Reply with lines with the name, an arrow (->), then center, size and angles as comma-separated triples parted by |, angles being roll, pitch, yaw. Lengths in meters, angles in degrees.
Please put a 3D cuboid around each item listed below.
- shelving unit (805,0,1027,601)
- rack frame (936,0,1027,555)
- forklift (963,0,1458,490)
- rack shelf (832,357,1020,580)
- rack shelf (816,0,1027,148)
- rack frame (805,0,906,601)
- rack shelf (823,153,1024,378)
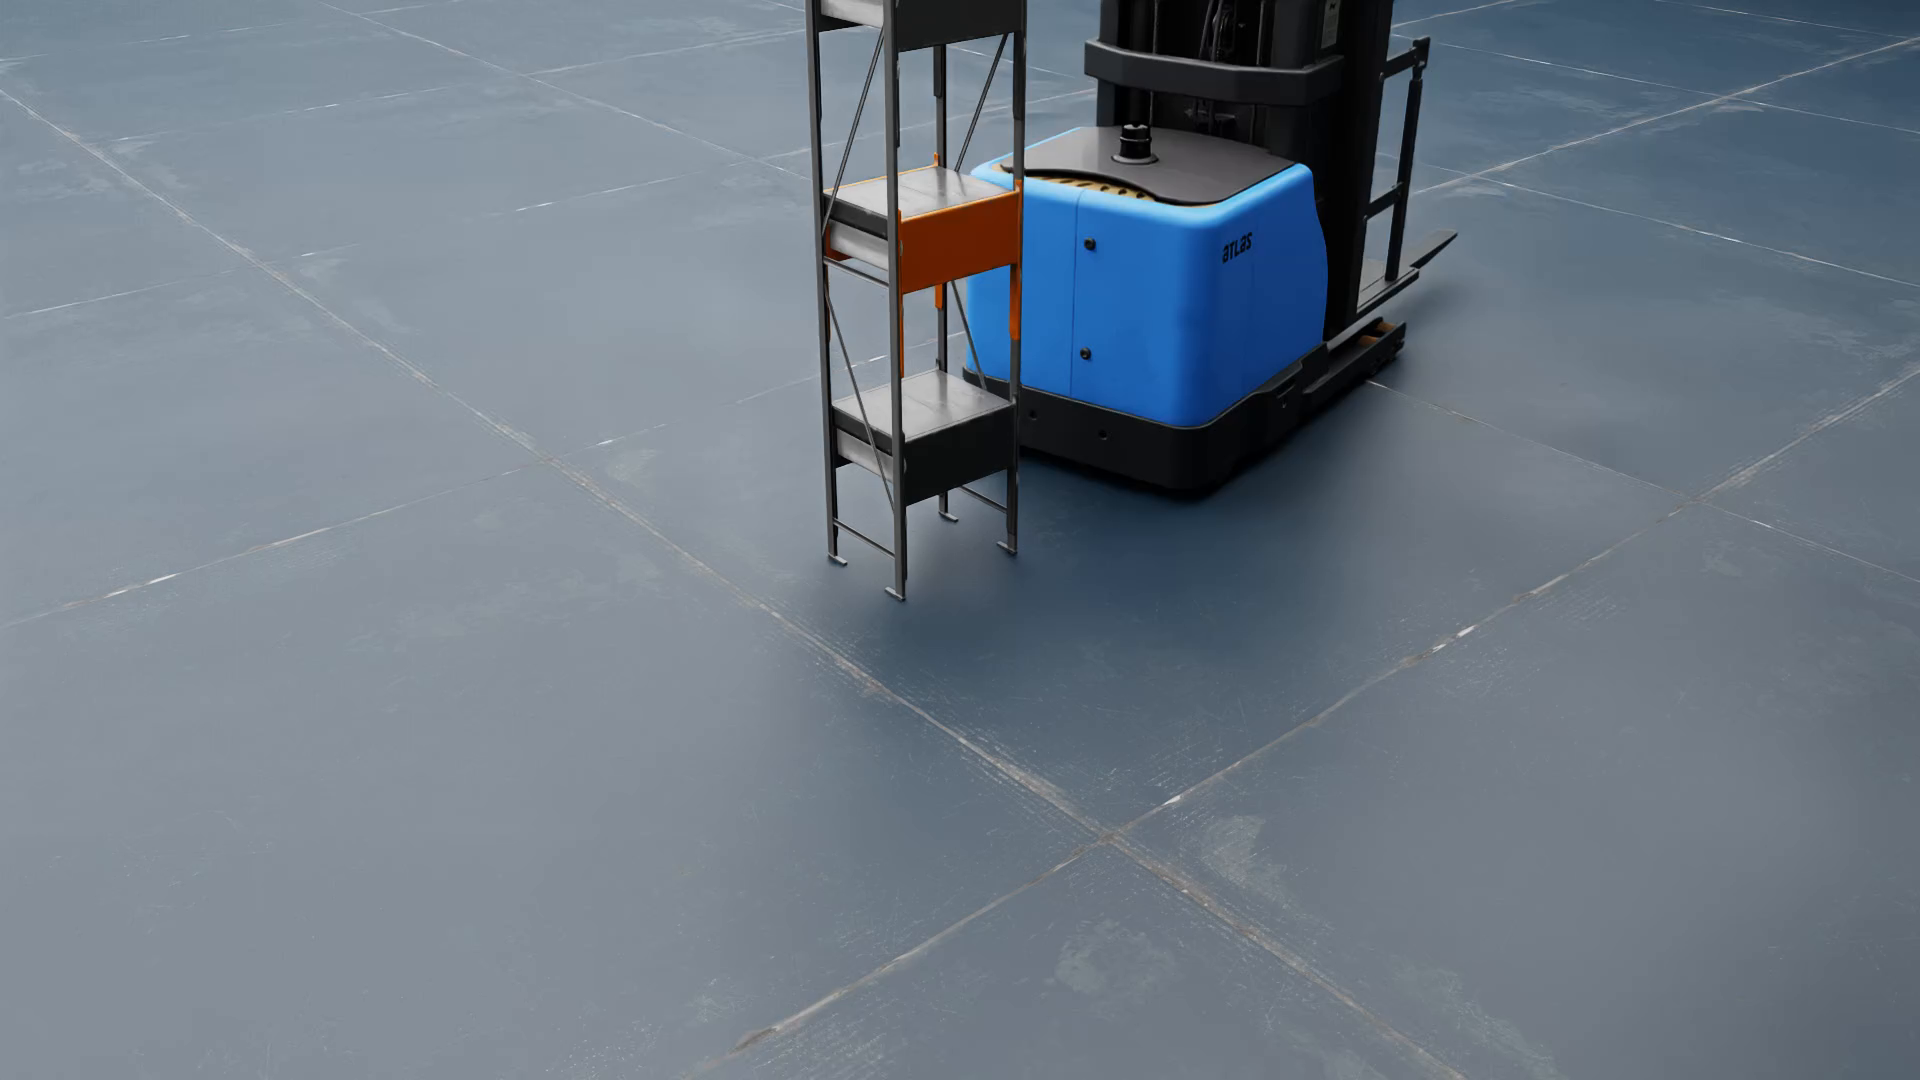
shelving unit -> -0.126, -0.875, 5.160 | 0.503, 2.100, 0.431 | -22, 35, -35
rack frame -> 0.060, -0.950, 5.300 | 0.015, 2.100, 0.400 | -22, 35, -35
forklift -> 1.273, -2.113, 6.593 | 1.130, 2.935, 3.031 | 19, 33, 31
rack shelf -> -0.126, -0.246, 5.497 | 0.480, 0.518, 0.431 | -22, 35, -35
rack shelf -> -0.126, -1.481, 4.837 | 0.480, 0.518, 0.431 | -22, 35, -35
rack frame -> -0.312, -0.801, 5.021 | 0.015, 2.100, 0.400 | -22, 35, -35
rack shelf -> -0.126, -0.863, 5.167 | 0.480, 0.518, 0.431 | -22, 35, -35
